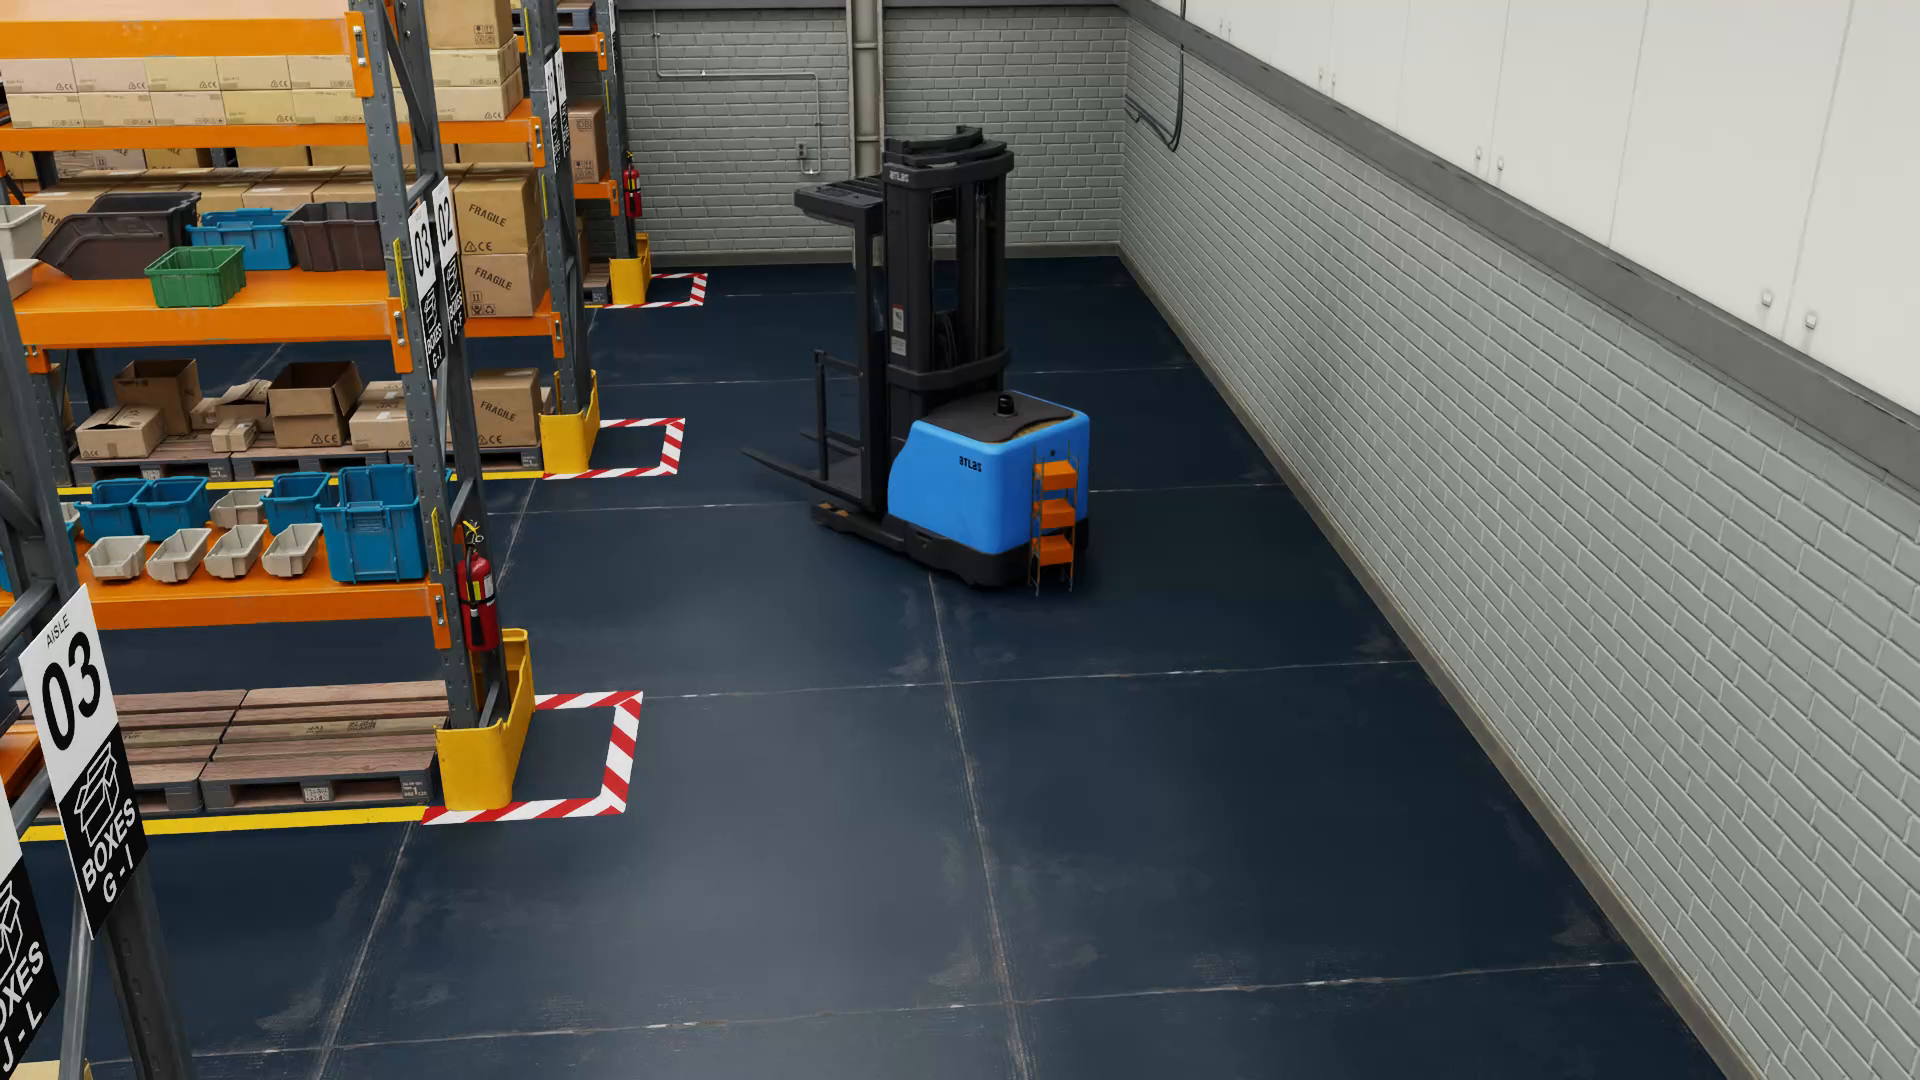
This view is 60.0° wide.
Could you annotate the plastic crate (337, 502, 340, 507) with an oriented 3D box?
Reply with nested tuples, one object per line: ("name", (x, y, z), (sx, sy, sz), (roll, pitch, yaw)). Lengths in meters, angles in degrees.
("plastic crate", (-3.295, -0.193, 9.242), (0.298, 0.136, 0.250), (-2, 24, -5))

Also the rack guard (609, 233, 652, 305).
("rack guard", (-3.639, -3.005, 18.396), (0.348, 0.500, 1.175), (-2, 24, -5))

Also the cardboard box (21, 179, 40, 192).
("cardboard box", (-9.487, -3.714, 17.198), (0.250, 0.149, 0.380), (-2, 24, -3))

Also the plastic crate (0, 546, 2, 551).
("plastic crate", (-5.133, 0.058, 8.499), (0.530, 0.282, 0.437), (-2, 24, -5))

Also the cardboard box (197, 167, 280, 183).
("cardboard box", (-5.665, -2.654, 13.173), (0.500, 0.500, 0.500), (-2, 24, -5))

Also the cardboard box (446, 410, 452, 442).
("cardboard box", (-4.102, -0.950, 13.640), (0.250, 0.166, 0.380), (-2, 24, -5))

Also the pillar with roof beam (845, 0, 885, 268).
("pillar with roof beam", (-0.638, -5.605, 13.782), (0.400, 9.000, 9.100), (-2, 24, -5))

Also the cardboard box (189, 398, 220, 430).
("cardboard box", (-6.247, -1.060, 13.909), (0.250, 0.149, 0.380), (-2, 24, -5))

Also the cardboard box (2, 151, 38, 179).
("cardboard box", (-9.583, -3.994, 17.029), (0.500, 0.500, 0.500), (-2, 24, -4))

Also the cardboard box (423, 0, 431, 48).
("cardboard box", (-4.188, -4.005, 12.520), (0.500, 0.500, 0.700), (-2, 24, -5))

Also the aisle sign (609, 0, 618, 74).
("aisle sign", (-3.562, -5.216, 17.091), (0.004, 0.787, 0.394), (-2, 24, -5))

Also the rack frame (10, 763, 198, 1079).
("rack frame", (-2.203, 1.860, 4.373), (0.127, 3.000, 1.000), (-2, 24, -5))

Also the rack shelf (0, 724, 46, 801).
("rack shelf", (-4.193, 0.898, 3.730), (4.000, 0.370, 1.077), (-2, 24, -5))

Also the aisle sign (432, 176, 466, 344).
("aisle sign", (-2.647, -1.453, 8.625), (0.004, 0.787, 0.394), (-2, 24, -5))

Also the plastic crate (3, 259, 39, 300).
("plastic crate", (-4.722, -1.210, 7.910), (0.530, 0.136, 0.437), (-2, 24, -5))

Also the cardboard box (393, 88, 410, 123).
("cardboard box", (-4.157, -3.304, 12.482), (0.500, 0.250, 0.500), (-2, 24, -5))

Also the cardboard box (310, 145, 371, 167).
("cardboard box", (-6.376, -4.166, 17.560), (0.700, 0.700, 0.980), (-3, 24, -6))

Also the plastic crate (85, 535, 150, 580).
("plastic crate", (-4.341, 0.103, 8.577), (0.250, 0.136, 0.298), (-2, 24, -5))

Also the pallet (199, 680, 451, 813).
("pallet", (-3.514, 1.149, 9.404), (1.213, 0.211, 1.003), (-2, 24, -5))

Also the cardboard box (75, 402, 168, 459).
("cardboard box", (-6.714, -0.886, 13.320), (0.500, 0.311, 0.500), (-2, 24, -5))

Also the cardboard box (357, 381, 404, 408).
("cardboard box", (-4.737, -1.142, 13.970), (0.500, 0.250, 0.500), (-2, 24, -5))

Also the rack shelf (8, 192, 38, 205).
("rack shelf", (-9.634, -3.578, 17.493), (4.000, 0.370, 1.077), (-2, 24, -5))

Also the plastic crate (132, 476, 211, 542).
("plastic crate", (-4.278, -0.164, 9.057), (0.300, 0.233, 0.416), (-2, 24, -5))

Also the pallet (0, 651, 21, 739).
("pallet", (-2.940, 0.564, 3.705), (1.213, 0.211, 1.003), (-2, 24, -5))

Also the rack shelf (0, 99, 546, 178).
("rack shelf", (-5.163, -3.107, 12.739), (4.000, 0.370, 1.077), (-2, 24, -5))

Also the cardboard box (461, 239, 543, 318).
("cardboard box", (-3.592, -2.062, 13.073), (0.500, 0.500, 0.500), (-2, 24, -4))

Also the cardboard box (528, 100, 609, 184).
("cardboard box", (-4.170, -4.259, 17.770), (0.700, 0.700, 0.980), (-1, 24, -3))

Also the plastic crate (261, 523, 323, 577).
("plastic crate", (-3.483, 0.057, 8.680), (0.243, 0.136, 0.396), (-2, 24, -5))

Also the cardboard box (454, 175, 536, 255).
("cardboard box", (-3.589, -2.518, 12.868), (0.500, 0.500, 0.500), (-3, 24, -6))

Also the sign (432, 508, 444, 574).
("sign", (-2.619, 0.005, 8.345), (0.005, 0.325, 0.100), (-2, 24, -5))

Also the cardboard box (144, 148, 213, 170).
("cardboard box", (-8.079, -4.057, 17.171), (0.500, 0.500, 0.500), (-3, 24, -6))

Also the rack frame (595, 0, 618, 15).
("rack frame", (-3.663, -6.888, 16.667), (0.127, 3.000, 1.000), (-2, 24, -5))

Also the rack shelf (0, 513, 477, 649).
("rack shelf", (-4.680, 0.266, 8.843), (4.000, 0.370, 1.077), (-2, 24, -5))

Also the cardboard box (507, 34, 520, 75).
("cardboard box", (-3.710, -3.760, 12.892), (0.500, 0.250, 0.500), (-2, 24, -5))

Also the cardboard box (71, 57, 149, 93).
("cardboard box", (-6.148, -3.455, 12.206), (0.500, 0.250, 0.500), (-2, 24, -5))

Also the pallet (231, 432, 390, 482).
("pallet", (-5.253, -0.787, 13.762), (1.213, 0.211, 1.003), (-2, 24, -5))

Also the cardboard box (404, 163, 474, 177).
("cardboard box", (-4.160, -2.712, 13.304), (0.500, 0.500, 0.500), (-2, 24, -5))

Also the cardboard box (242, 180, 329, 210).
("cardboard box", (-5.118, -2.454, 12.725), (0.500, 0.500, 0.500), (-2, 24, -4))

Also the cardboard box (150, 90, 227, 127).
("cardboard box", (-5.649, -3.244, 12.347), (0.500, 0.250, 0.500), (-2, 24, -5))

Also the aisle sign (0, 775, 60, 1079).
("aisle sign", (-2.102, 0.790, 3.578), (0.004, 0.787, 0.394), (-2, 24, -5))

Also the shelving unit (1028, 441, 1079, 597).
("shelving unit", (0.630, -0.137, 11.251), (0.252, 1.050, 0.215), (-7, 28, -15))

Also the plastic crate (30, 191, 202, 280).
("plastic crate", (-4.237, -1.535, 8.393), (0.767, 0.338, 0.504), (-2, 24, -5))

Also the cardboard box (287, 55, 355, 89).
("cardboard box", (-4.654, -3.513, 12.336), (0.500, 0.250, 0.500), (-2, 24, -5))

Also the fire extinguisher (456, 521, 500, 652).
("fire extinguisher", (-2.495, 0.241, 8.568), (0.183, 0.674, 0.296), (-2, 24, -5))

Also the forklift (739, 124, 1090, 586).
("forklift", (-0.473, -1.524, 12.070), (1.130, 2.935, 3.031), (-22, 32, -40))

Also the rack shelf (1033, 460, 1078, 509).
("rack shelf", (0.634, -0.380, 11.126), (0.240, 0.259, 0.215), (-7, 28, -15))

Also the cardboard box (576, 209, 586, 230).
("cardboard box", (-4.245, -3.510, 18.216), (0.250, 0.149, 0.380), (-2, 24, -5))

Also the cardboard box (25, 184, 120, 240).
("cardboard box", (-6.657, -2.392, 12.585), (0.500, 0.500, 0.500), (-2, 24, -4))

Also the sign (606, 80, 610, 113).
("sign", (-3.624, -4.564, 17.108), (0.005, 0.325, 0.100), (-2, 24, -5))

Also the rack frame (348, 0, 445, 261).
("rack frame", (-2.690, -2.883, 7.658), (0.127, 3.000, 1.000), (-2, 24, -5))
